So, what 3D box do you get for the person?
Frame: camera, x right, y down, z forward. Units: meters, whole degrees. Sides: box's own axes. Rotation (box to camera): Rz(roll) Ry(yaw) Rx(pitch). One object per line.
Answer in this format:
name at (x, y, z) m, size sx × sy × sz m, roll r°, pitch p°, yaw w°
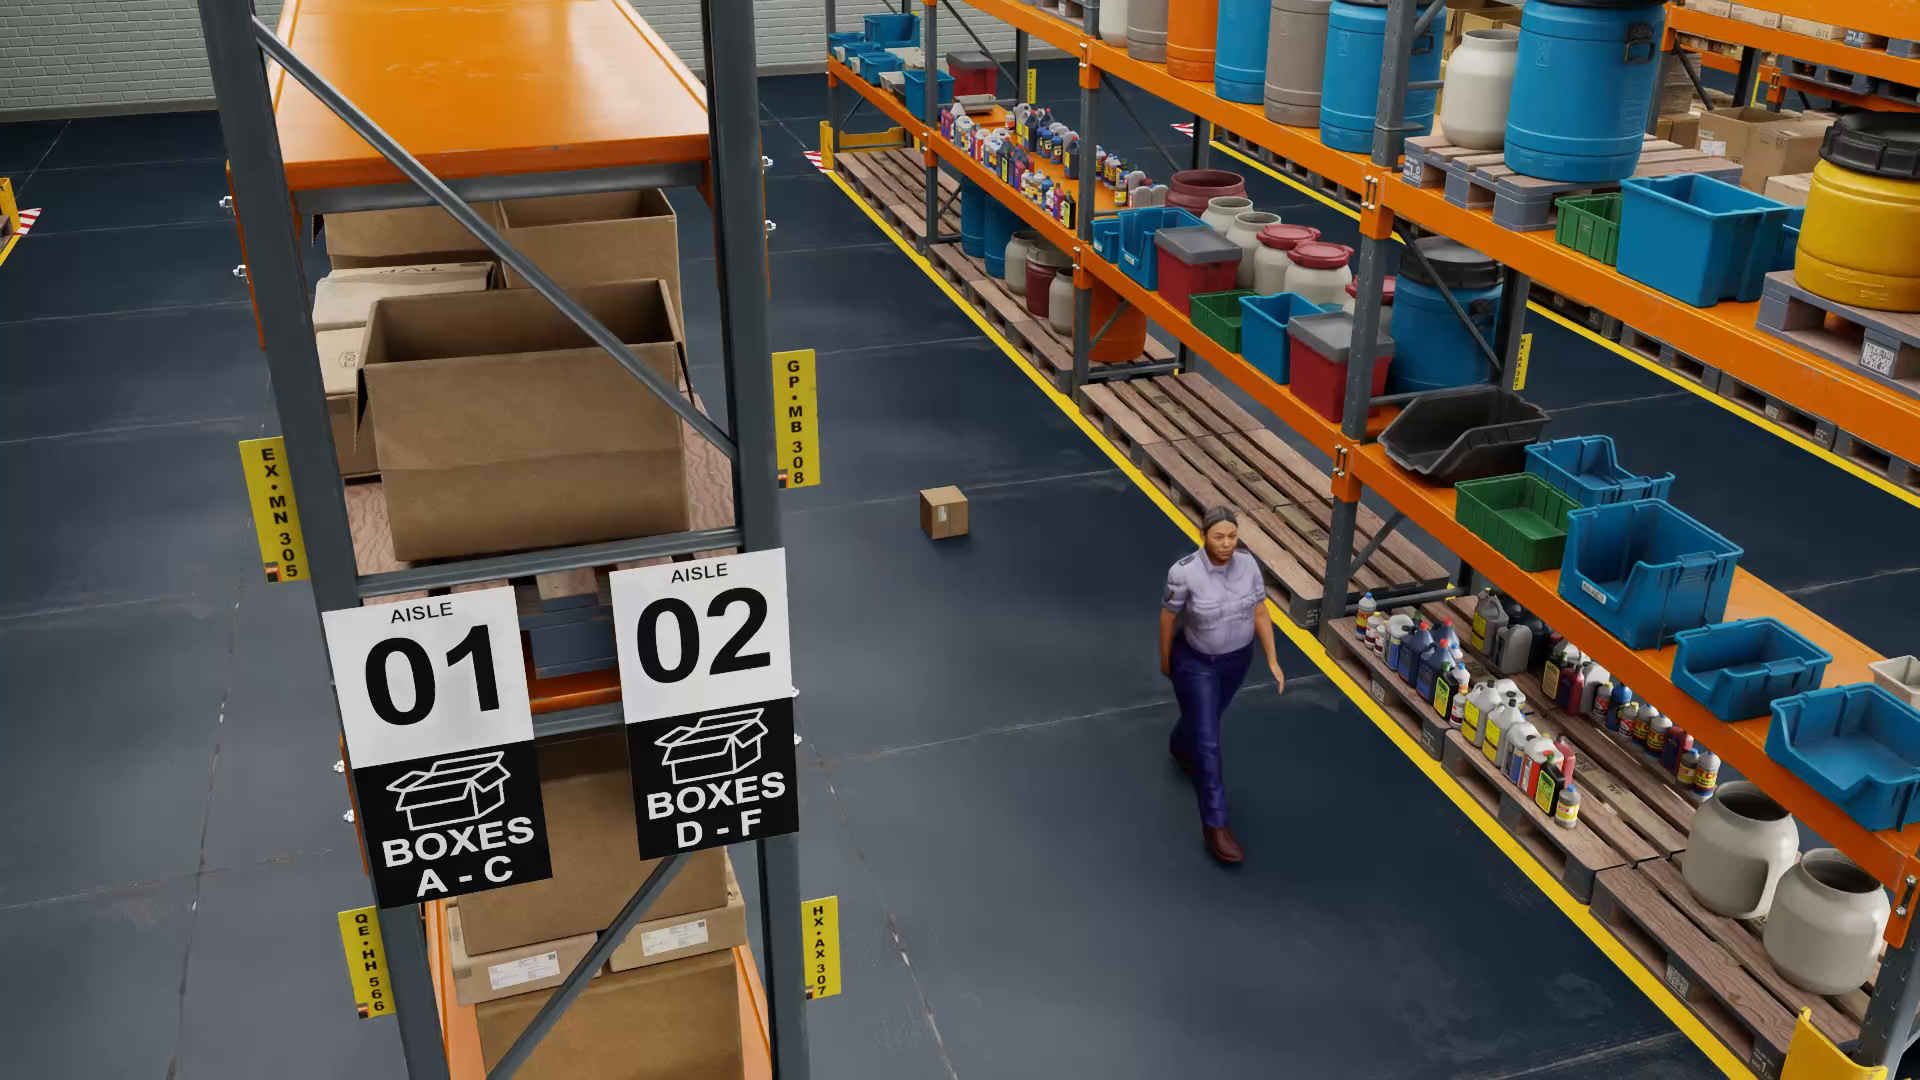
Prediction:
person at (1.247, 0.596, 7.910) m, size 0.490 × 1.590 × 0.978 m, roll -11°, pitch 29°, yaw -21°
